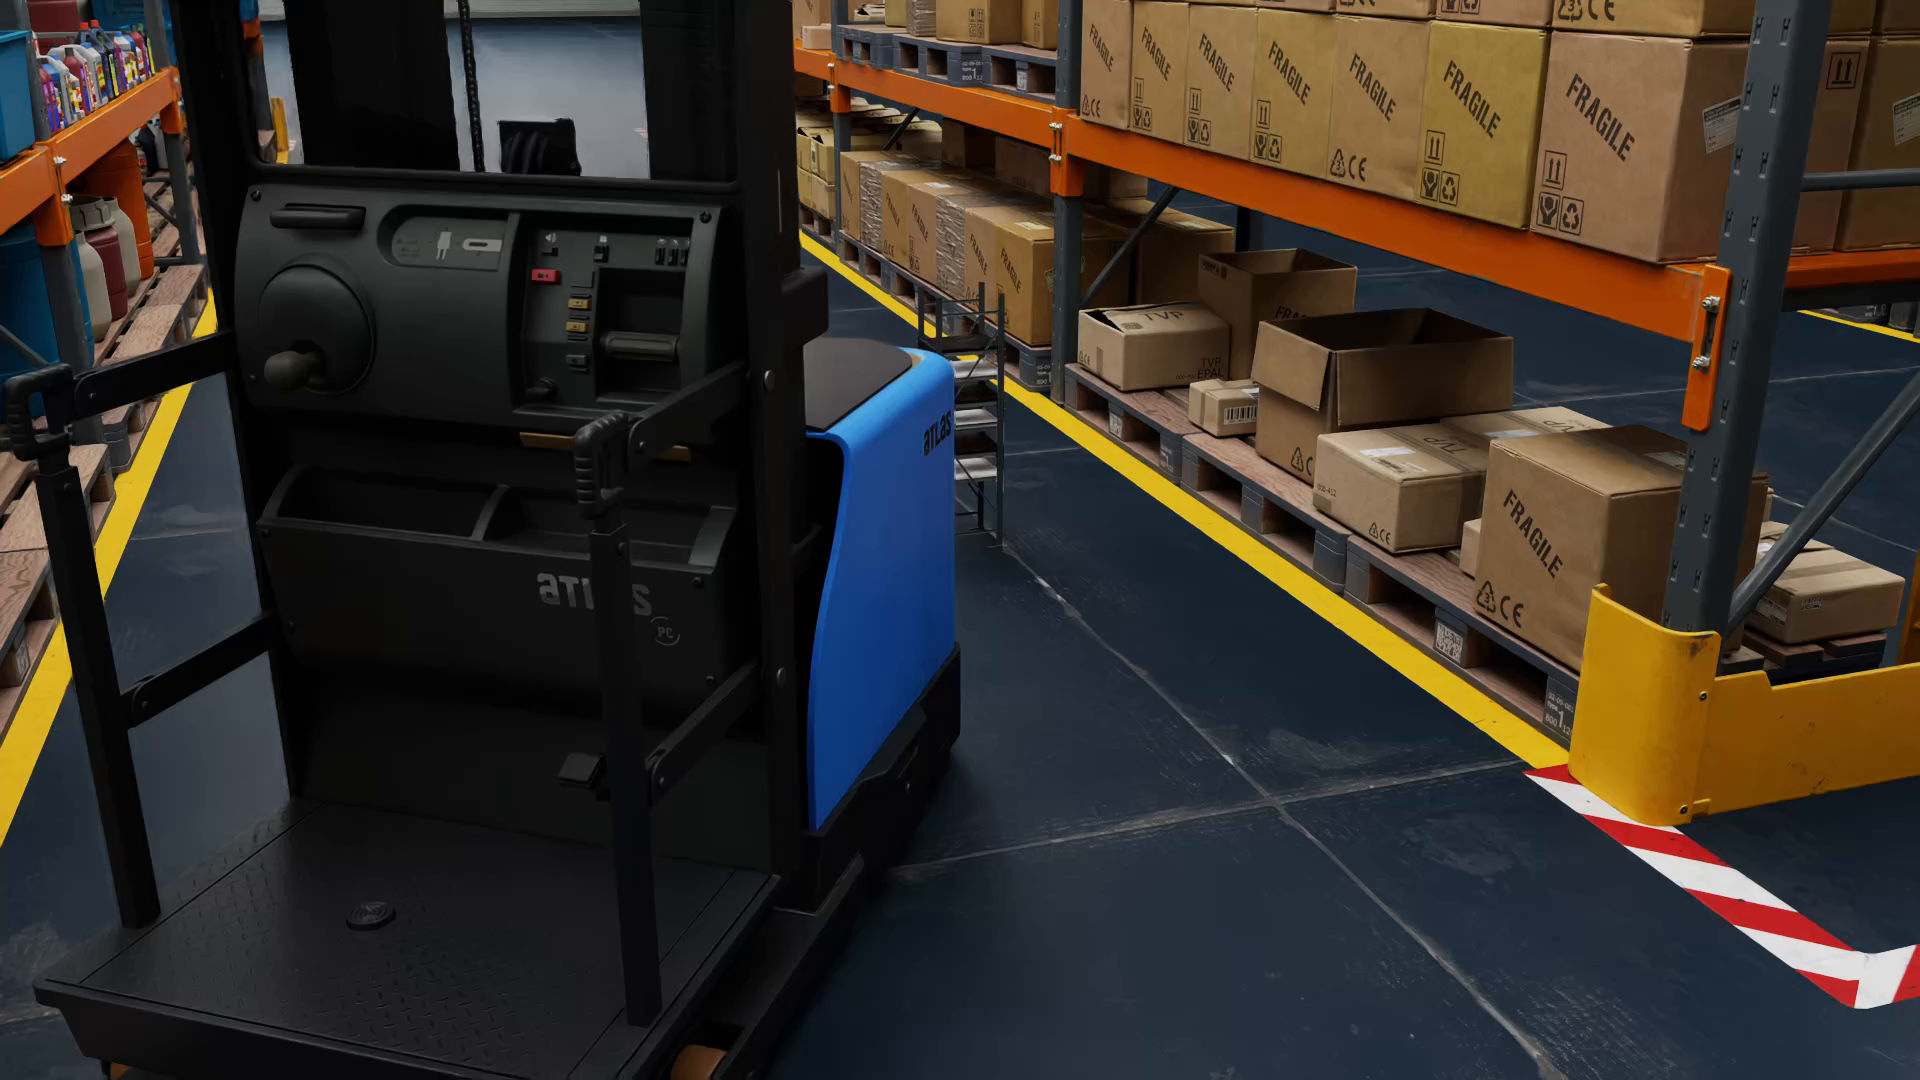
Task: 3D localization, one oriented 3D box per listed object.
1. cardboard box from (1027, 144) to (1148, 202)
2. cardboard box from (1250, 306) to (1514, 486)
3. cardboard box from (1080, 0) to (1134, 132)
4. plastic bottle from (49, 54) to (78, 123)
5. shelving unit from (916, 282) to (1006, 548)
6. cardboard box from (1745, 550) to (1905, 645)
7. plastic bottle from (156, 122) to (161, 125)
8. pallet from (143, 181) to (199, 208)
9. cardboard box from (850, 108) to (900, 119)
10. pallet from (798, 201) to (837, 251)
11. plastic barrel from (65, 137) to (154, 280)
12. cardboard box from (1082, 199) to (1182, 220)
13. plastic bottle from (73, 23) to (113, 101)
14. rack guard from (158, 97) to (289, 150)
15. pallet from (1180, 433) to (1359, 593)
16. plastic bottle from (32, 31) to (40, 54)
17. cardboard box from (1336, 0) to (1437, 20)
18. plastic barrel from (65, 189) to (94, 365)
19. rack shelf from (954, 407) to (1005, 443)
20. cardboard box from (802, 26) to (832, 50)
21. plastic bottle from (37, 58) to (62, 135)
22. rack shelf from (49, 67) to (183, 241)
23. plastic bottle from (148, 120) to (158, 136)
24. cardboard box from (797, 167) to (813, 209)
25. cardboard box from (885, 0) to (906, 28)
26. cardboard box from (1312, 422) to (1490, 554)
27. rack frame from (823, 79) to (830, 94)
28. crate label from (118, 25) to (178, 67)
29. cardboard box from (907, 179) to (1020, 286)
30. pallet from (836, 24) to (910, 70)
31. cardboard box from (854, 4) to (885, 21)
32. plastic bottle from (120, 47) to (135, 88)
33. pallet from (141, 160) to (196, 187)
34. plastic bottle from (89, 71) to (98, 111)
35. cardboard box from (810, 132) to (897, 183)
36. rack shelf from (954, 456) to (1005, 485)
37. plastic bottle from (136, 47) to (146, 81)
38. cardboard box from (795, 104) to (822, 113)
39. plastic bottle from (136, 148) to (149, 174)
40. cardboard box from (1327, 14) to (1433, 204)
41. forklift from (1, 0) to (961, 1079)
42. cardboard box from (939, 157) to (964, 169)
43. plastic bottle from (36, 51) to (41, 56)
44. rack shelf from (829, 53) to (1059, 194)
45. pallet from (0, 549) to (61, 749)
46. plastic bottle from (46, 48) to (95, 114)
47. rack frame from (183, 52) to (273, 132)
[{"bbox_3d":[0.678,-1.978,8.924,0.500,0.250,0.500,-6,21,-17],"label":"cardboard box"},{"bbox_3d":[1.508,-0.522,5.975,0.797,0.503,0.637,-6,21,-17],"label":"cardboard box"},{"bbox_3d":[0.814,-1.947,6.752,0.500,0.500,0.500,-6,21,-16],"label":"cardboard box"},{"bbox_3d":[-3.700,-1.853,6.830,0.097,0.271,0.097,0,20,0],"label":"plastic bottle"},{"bbox_3d":[0.003,-0.421,5.757,0.258,0.900,0.210,-6,21,-17],"label":"shelving unit"},{"bbox_3d":[2.365,0.155,4.614,0.380,0.149,0.250,-6,21,-17],"label":"cardboard box"},{"bbox_3d":[-7.181,-3.616,14.933,0.097,0.271,0.097,0,20,0],"label":"plastic bottle"},{"bbox_3d":[-6.022,-2.574,12.772,1.003,0.211,1.213,-6,21,-17],"label":"pallet"},{"bbox_3d":[-0.724,-3.239,13.115,0.500,0.311,0.500,-7,21,-18],"label":"cardboard box"},{"bbox_3d":[-0.566,-2.332,12.097,1.003,0.211,1.213,-6,21,-17],"label":"pallet"},{"bbox_3d":[-4.878,-1.872,9.281,0.600,0.830,0.708,-6,21,-17],"label":"plastic barrel"},{"bbox_3d":[0.814,-1.474,8.631,0.500,0.500,0.500,-6,21,-16],"label":"cardboard box"},{"bbox_3d":[-4.046,-2.219,7.730,0.144,0.351,0.185,-6,21,-17],"label":"plastic bottle"},{"bbox_3d":[-7.494,-4.222,16.933,1.175,0.500,0.348,-6,21,-17],"label":"rack guard"},{"bbox_3d":[1.515,-0.167,6.071,1.003,0.211,1.213,-6,21,-17],"label":"pallet"},{"bbox_3d":[-5.074,-2.636,9.000,0.152,0.276,0.135,-6,21,-17],"label":"plastic bottle"},{"bbox_3d":[1.442,-1.768,4.774,0.500,0.500,0.500,-6,21,-16],"label":"cardboard box"},{"bbox_3d":[-4.168,-1.181,7.250,0.600,0.901,0.708,-6,21,-17],"label":"plastic barrel"},{"bbox_3d":[0.003,-0.390,5.768,0.258,0.077,0.200,-6,21,-17],"label":"rack shelf"},{"bbox_3d":[-0.889,-3.517,11.643,0.380,0.149,0.250,-6,21,-17],"label":"cardboard box"},{"bbox_3d":[-3.543,-1.718,6.436,0.061,0.283,0.133,-6,21,-17],"label":"plastic bottle"},{"bbox_3d":[-4.419,-1.871,7.751,1.077,0.370,4.000,-6,21,-17],"label":"rack shelf"},{"bbox_3d":[-6.943,-3.436,14.314,0.144,0.351,0.185,-7,21,-18],"label":"plastic bottle"},{"bbox_3d":[-0.907,-2.588,12.130,0.500,0.250,0.500,-7,21,-18],"label":"cardboard box"},{"bbox_3d":[-0.040,-3.431,10.261,0.700,0.500,0.500,-15,24,-35],"label":"cardboard box"},{"bbox_3d":[1.495,-0.178,5.392,0.500,0.250,0.500,-6,21,-17],"label":"cardboard box"},{"bbox_3d":[-1.602,-4.660,14.452,1.000,3.000,0.127,-6,21,-17],"label":"rack frame"},{"bbox_3d":[-4.825,-2.947,9.932,0.303,0.233,0.416,-6,21,-17],"label":"crate label"},{"bbox_3d":[0.019,-1.735,9.355,0.500,0.500,0.500,-7,21,-19],"label":"cardboard box"},{"bbox_3d":[-0.065,-3.076,10.326,1.213,0.211,1.003,-6,21,-17],"label":"pallet"},{"bbox_3d":[-0.442,-3.642,11.750,0.500,0.311,0.500,-7,21,-18],"label":"cardboard box"},{"bbox_3d":[-4.271,-2.404,8.466,0.097,0.201,0.097,0,20,0],"label":"plastic bottle"},{"bbox_3d":[-6.477,-3.042,14.074,1.003,0.211,1.213,-6,21,-17],"label":"pallet"},{"bbox_3d":[-3.876,-2.000,7.342,0.097,0.201,0.097,0,20,0],"label":"plastic bottle"},{"bbox_3d":[-0.743,-2.686,11.573,0.500,0.311,0.500,-6,21,-16],"label":"cardboard box"},{"bbox_3d":[0.003,-0.220,5.829,0.258,0.077,0.200,-6,21,-17],"label":"rack shelf"},{"bbox_3d":[-4.424,-2.560,8.900,0.097,0.201,0.097,0,20,0],"label":"plastic bottle"},{"bbox_3d":[-1.392,-3.341,13.398,0.500,0.311,0.500,-7,21,-19],"label":"cardboard box"},{"bbox_3d":[-6.715,-3.108,13.621,0.097,0.201,0.097,0,20,0],"label":"plastic bottle"},{"bbox_3d":[1.453,-1.298,4.944,0.500,0.500,0.500,-6,21,-17],"label":"cardboard box"},{"bbox_3d":[-0.909,-0.400,2.695,1.130,2.935,3.031,6,21,16],"label":"forklift"},{"bbox_3d":[0.172,-2.132,10.461,0.500,0.500,0.500,-6,20,-15],"label":"cardboard box"},{"bbox_3d":[-4.010,-1.979,7.172,0.152,0.276,0.135,-6,21,-17],"label":"plastic bottle"},{"bbox_3d":[0.284,-2.396,9.213,1.077,0.370,4.000,-6,21,-17],"label":"rack shelf"},{"bbox_3d":[-3.136,0.369,4.577,1.003,0.211,1.213,-6,21,-17],"label":"pallet"},{"bbox_3d":[-3.866,-1.995,7.217,0.152,0.276,0.135,-6,21,-17],"label":"plastic bottle"},{"bbox_3d":[-7.562,-5.418,16.564,1.000,3.000,0.127,-6,21,-17],"label":"rack frame"}]
